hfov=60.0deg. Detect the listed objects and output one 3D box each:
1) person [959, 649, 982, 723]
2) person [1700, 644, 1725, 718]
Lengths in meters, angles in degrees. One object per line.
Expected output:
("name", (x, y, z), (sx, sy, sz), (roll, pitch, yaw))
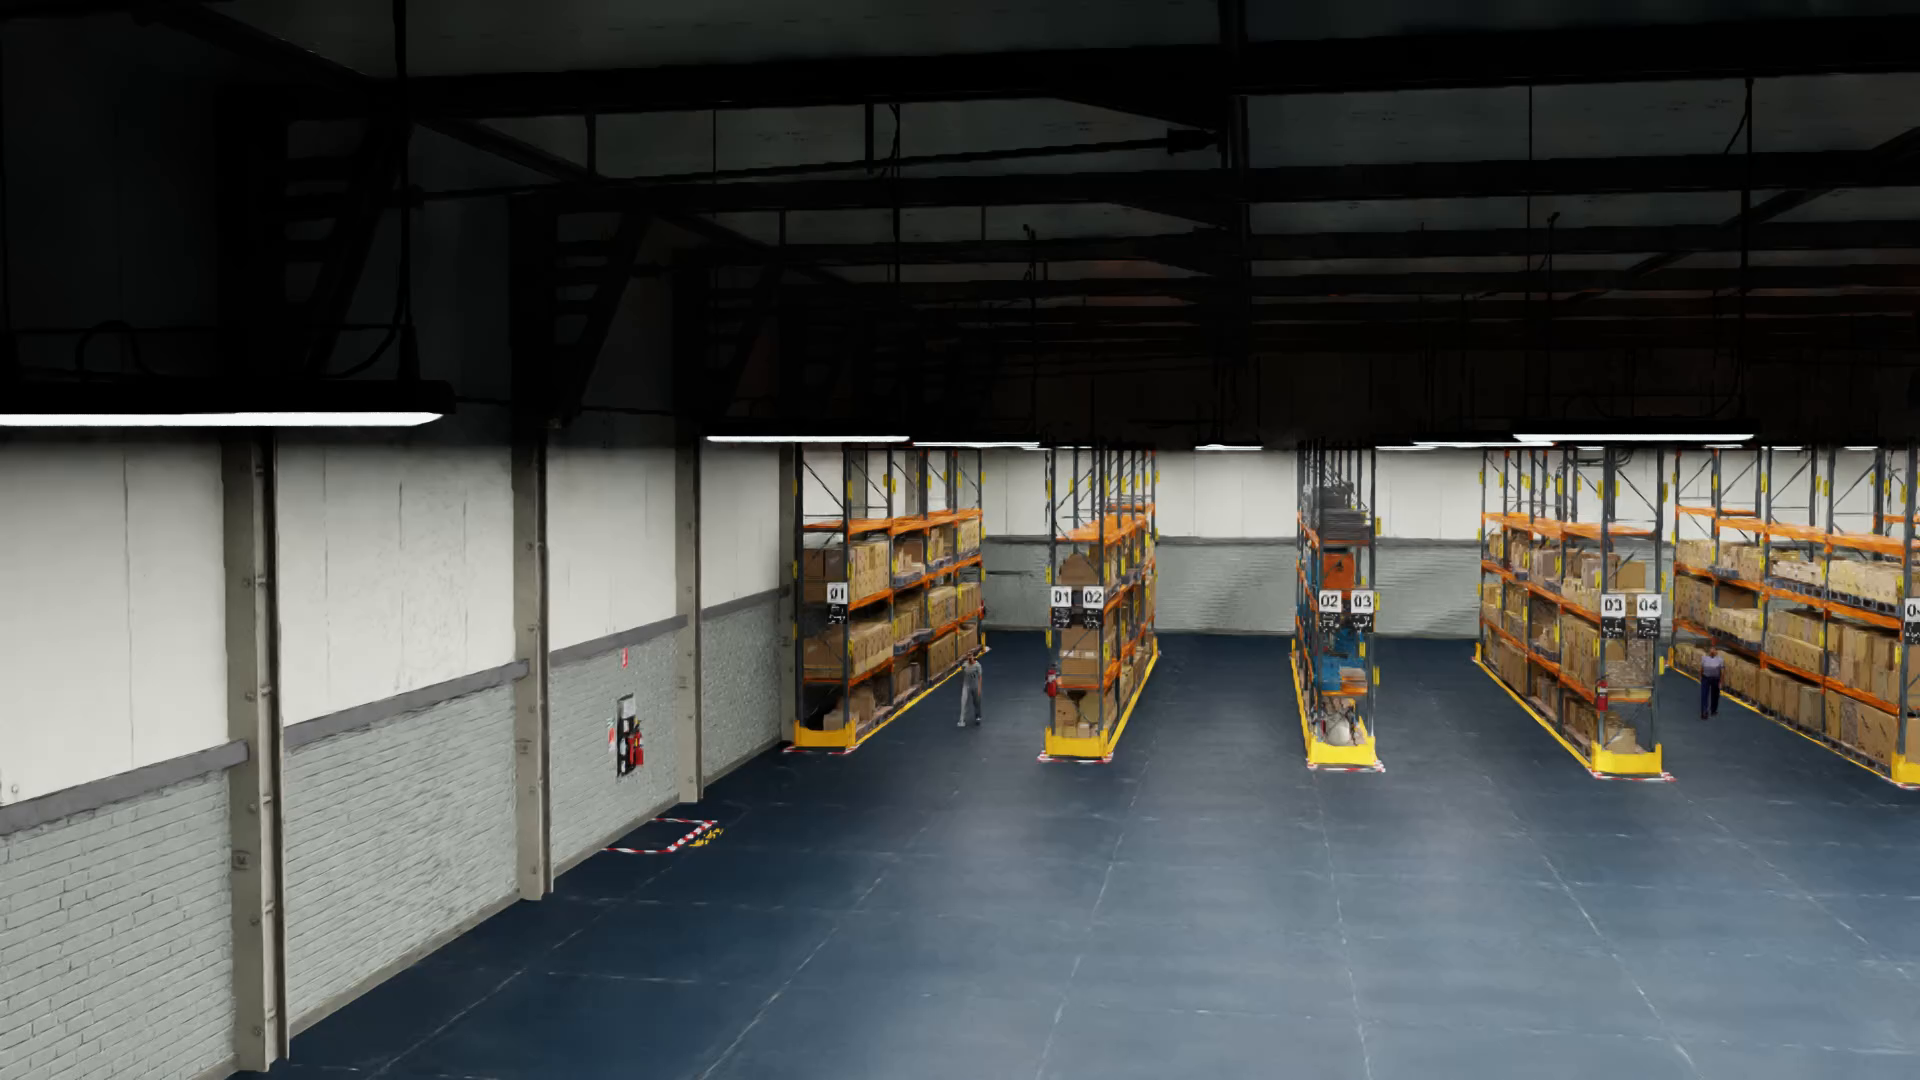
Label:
("person", (0.259, 3.038, 34.803), (0.445, 1.538, 0.946), (1, 3, 13))
("person", (16.174, 3.027, 35.750), (0.477, 1.580, 0.994), (1, 3, 19))
